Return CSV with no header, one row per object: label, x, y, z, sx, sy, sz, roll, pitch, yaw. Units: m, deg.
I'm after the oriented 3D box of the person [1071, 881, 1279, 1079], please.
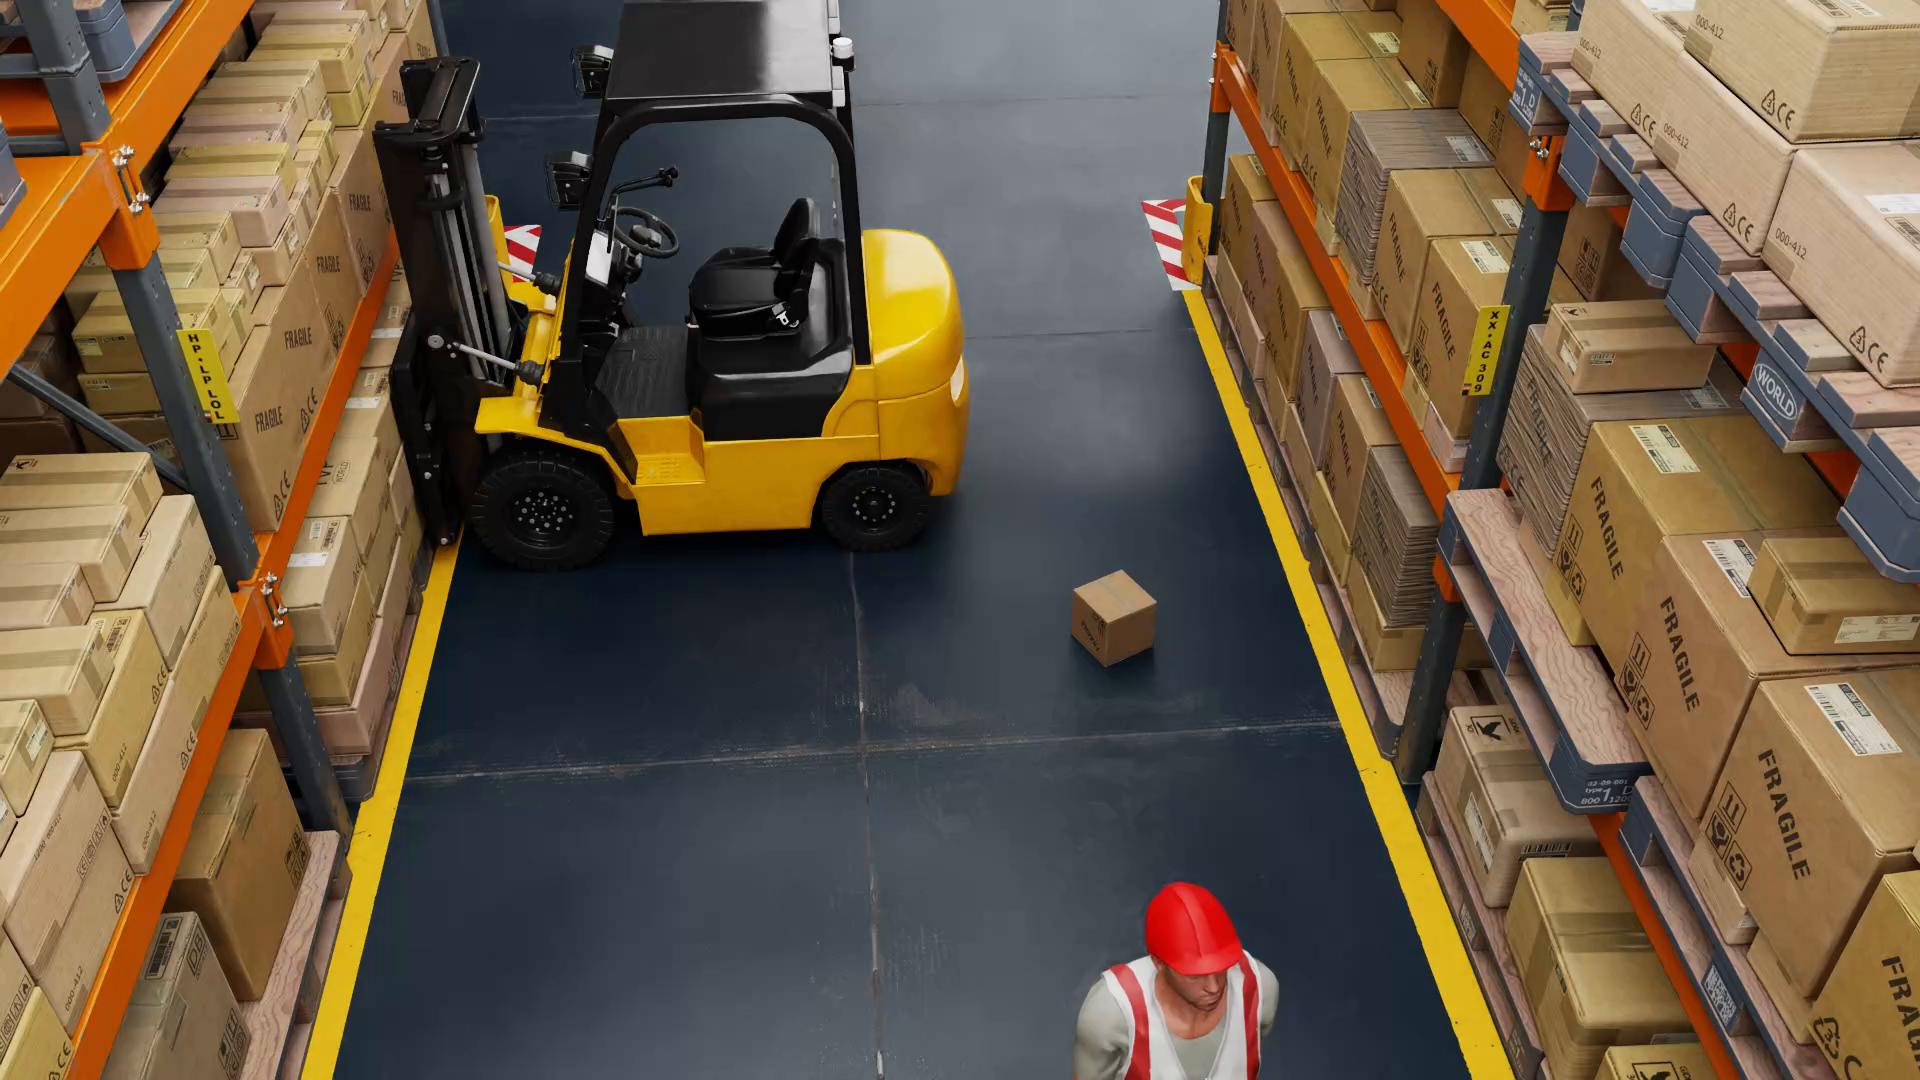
person,0.529,1.543,4.217,0.527,1.742,1.040,-2,39,-3
